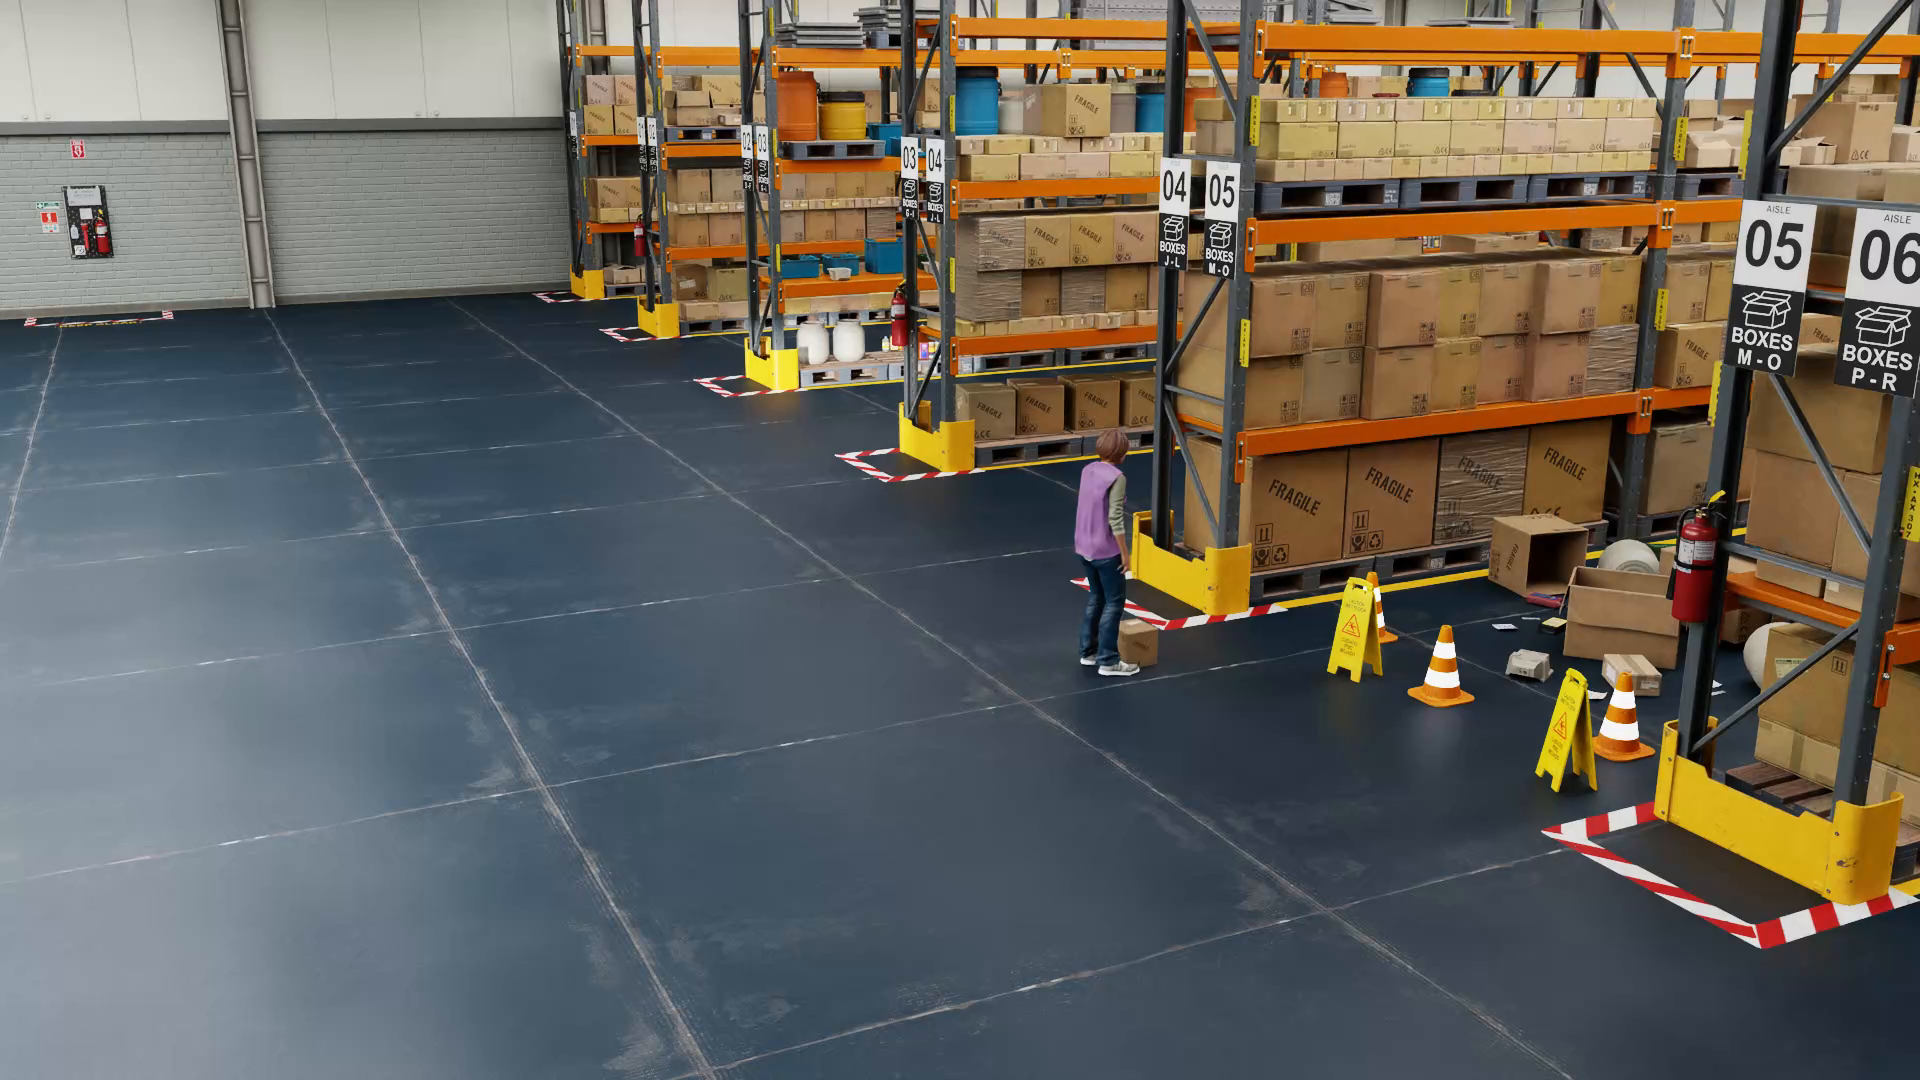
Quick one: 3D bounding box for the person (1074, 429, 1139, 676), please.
[{"bbox_3d":[0.933,0.075,10.776,0.345,1.591,0.478,-9,18,-28],"label":"person"}]
